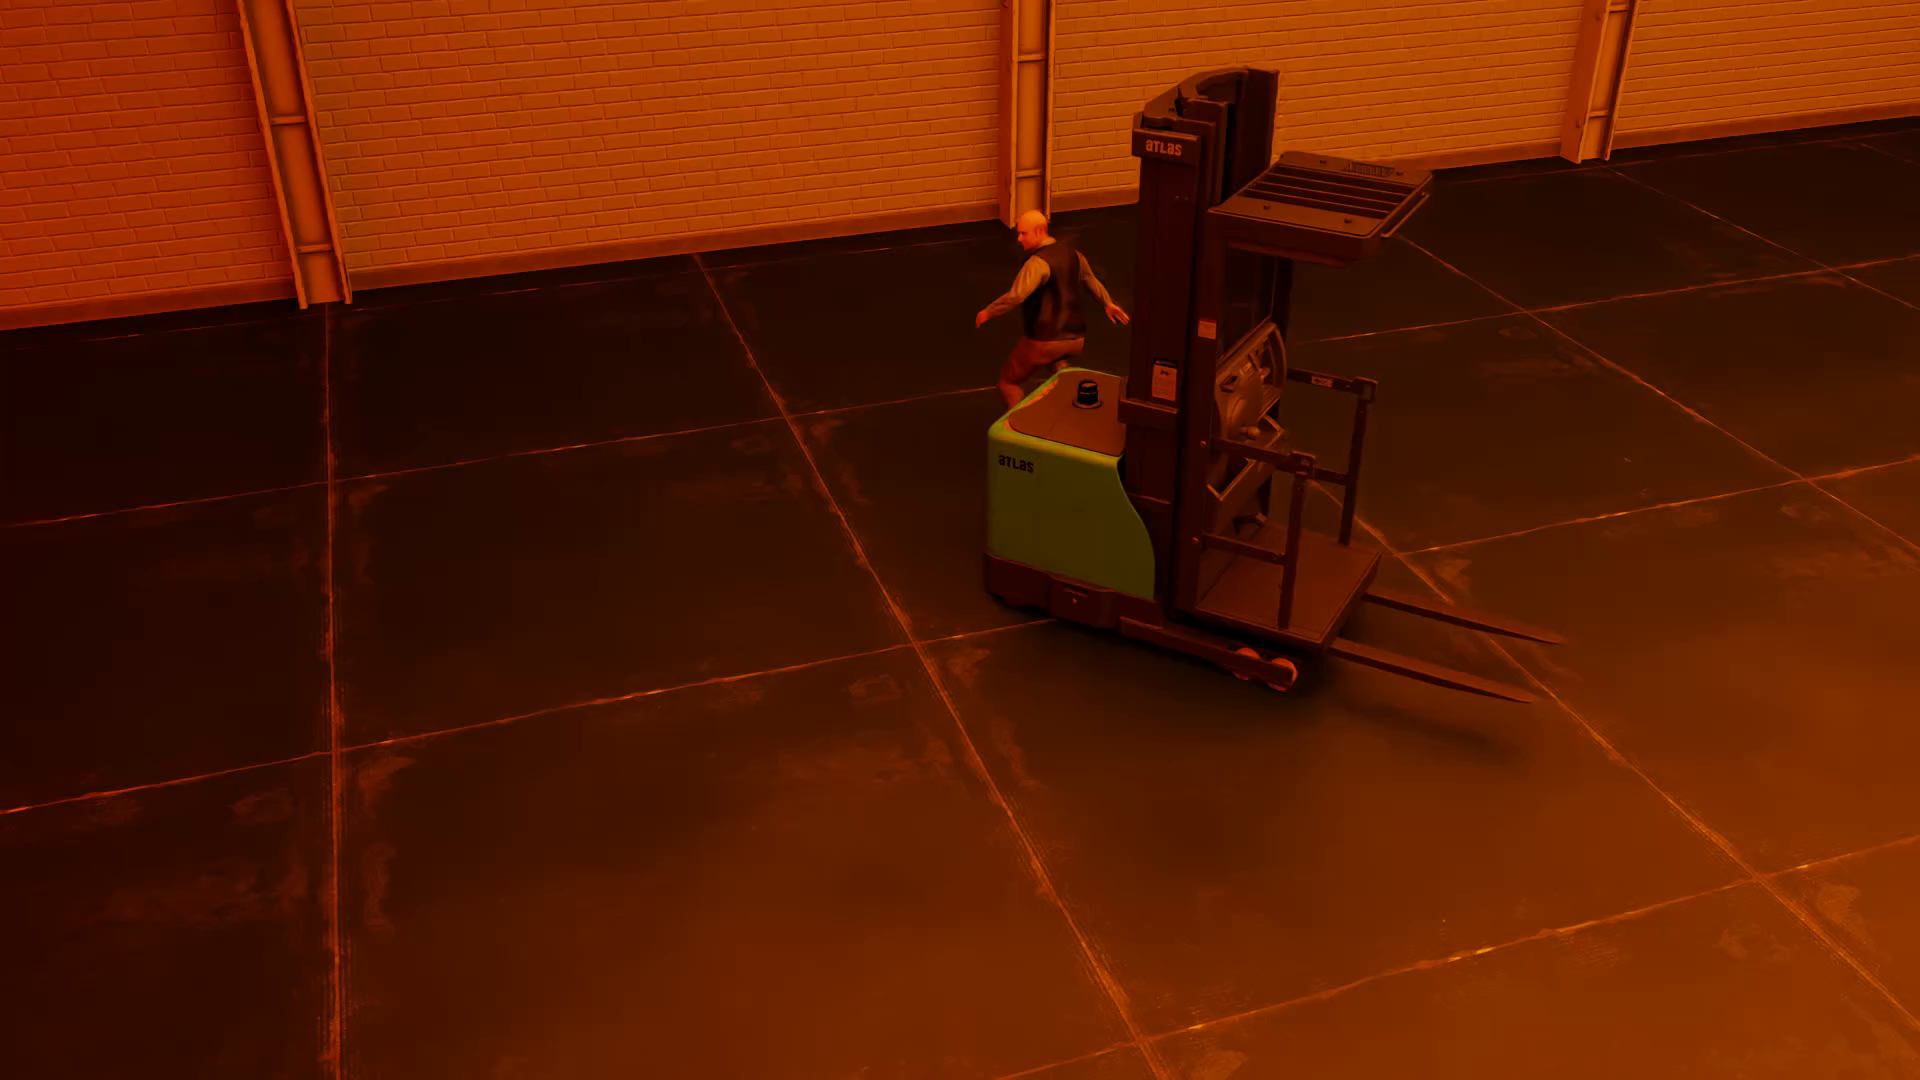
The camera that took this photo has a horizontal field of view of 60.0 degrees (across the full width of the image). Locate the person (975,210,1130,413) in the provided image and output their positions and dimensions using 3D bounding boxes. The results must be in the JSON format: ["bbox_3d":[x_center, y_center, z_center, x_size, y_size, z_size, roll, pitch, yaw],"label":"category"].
[{"bbox_3d":[0.601,-1.354,10.908,0.989,1.638,0.536,-26,39,-37],"label":"person"}]

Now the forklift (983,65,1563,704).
[{"bbox_3d":[1.670,-0.791,8.461,3.031,2.935,1.130,16,33,25],"label":"forklift"}]
